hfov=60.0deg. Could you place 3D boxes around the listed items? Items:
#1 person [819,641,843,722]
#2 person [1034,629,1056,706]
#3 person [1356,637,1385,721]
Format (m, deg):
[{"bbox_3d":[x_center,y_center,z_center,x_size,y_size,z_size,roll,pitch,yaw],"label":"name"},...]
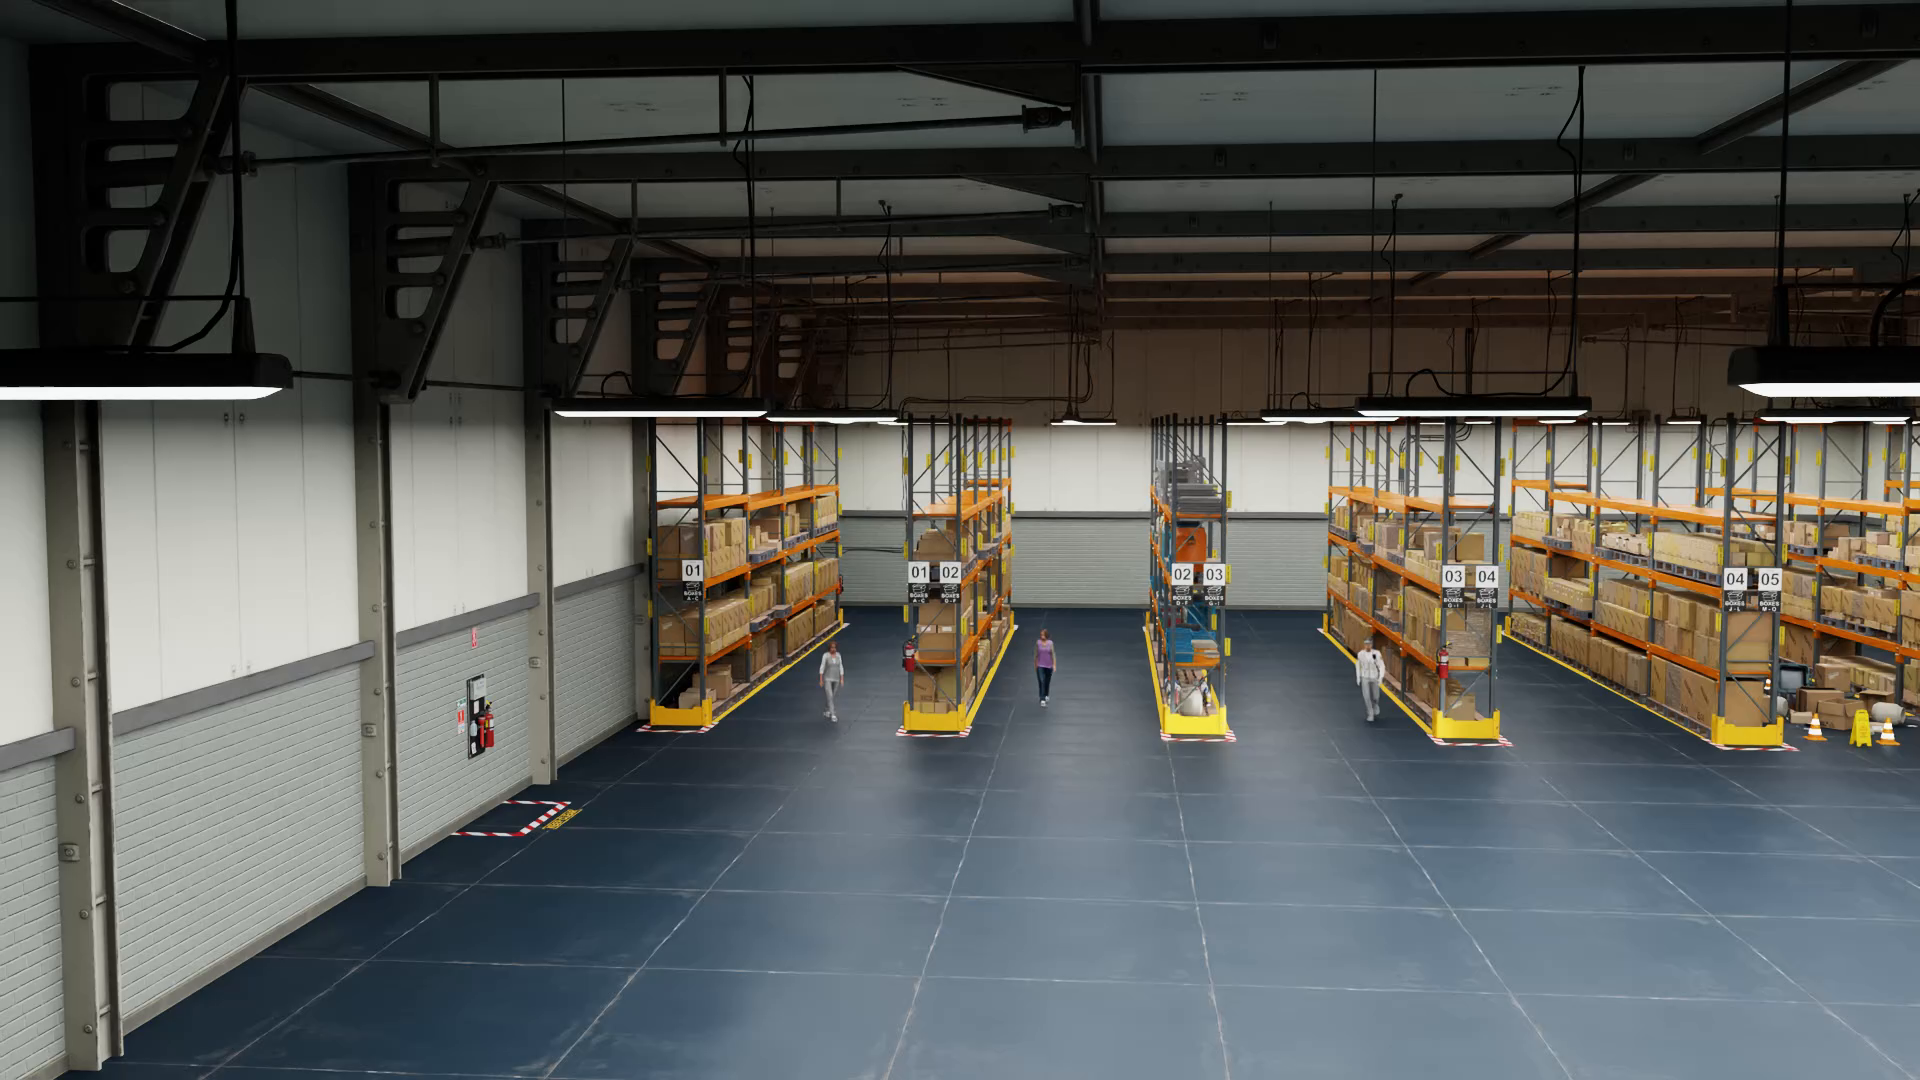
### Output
[{"bbox_3d":[-2.494,2.740,32.476,0.443,1.542,0.951,-3,5,-33],"label":"person"},{"bbox_3d":[1.760,2.612,34.327,0.439,1.548,0.896,0,4,-3],"label":"person"},{"bbox_3d":[8.083,2.705,32.728,0.548,1.648,0.625,1,4,20],"label":"person"}]
